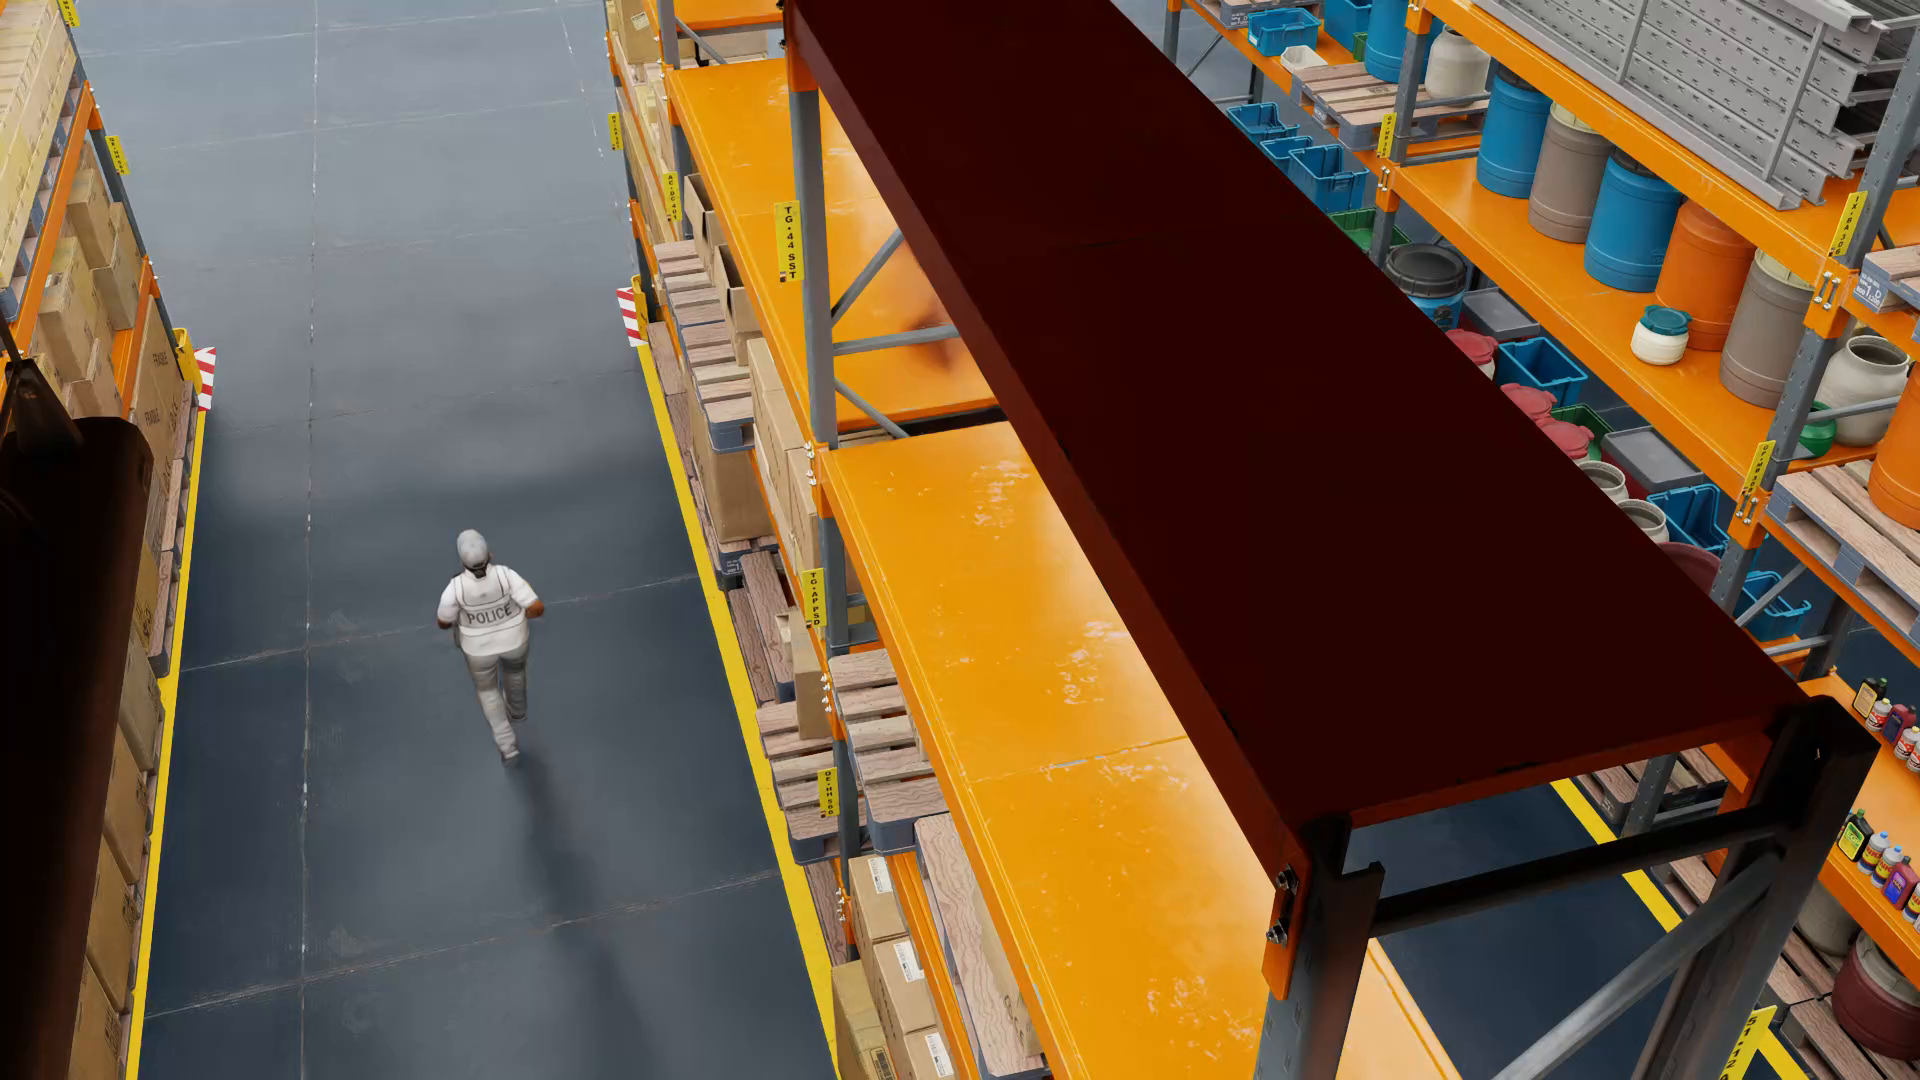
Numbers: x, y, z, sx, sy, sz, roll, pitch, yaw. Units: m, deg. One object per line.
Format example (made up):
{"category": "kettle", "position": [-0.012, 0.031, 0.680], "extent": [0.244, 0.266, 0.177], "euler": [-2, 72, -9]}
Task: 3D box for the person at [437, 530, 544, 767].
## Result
{"category": "person", "position": [-2.869, 0.623, 10.268], "extent": [0.620, 1.675, 0.767], "euler": [-16, 41, -19]}
